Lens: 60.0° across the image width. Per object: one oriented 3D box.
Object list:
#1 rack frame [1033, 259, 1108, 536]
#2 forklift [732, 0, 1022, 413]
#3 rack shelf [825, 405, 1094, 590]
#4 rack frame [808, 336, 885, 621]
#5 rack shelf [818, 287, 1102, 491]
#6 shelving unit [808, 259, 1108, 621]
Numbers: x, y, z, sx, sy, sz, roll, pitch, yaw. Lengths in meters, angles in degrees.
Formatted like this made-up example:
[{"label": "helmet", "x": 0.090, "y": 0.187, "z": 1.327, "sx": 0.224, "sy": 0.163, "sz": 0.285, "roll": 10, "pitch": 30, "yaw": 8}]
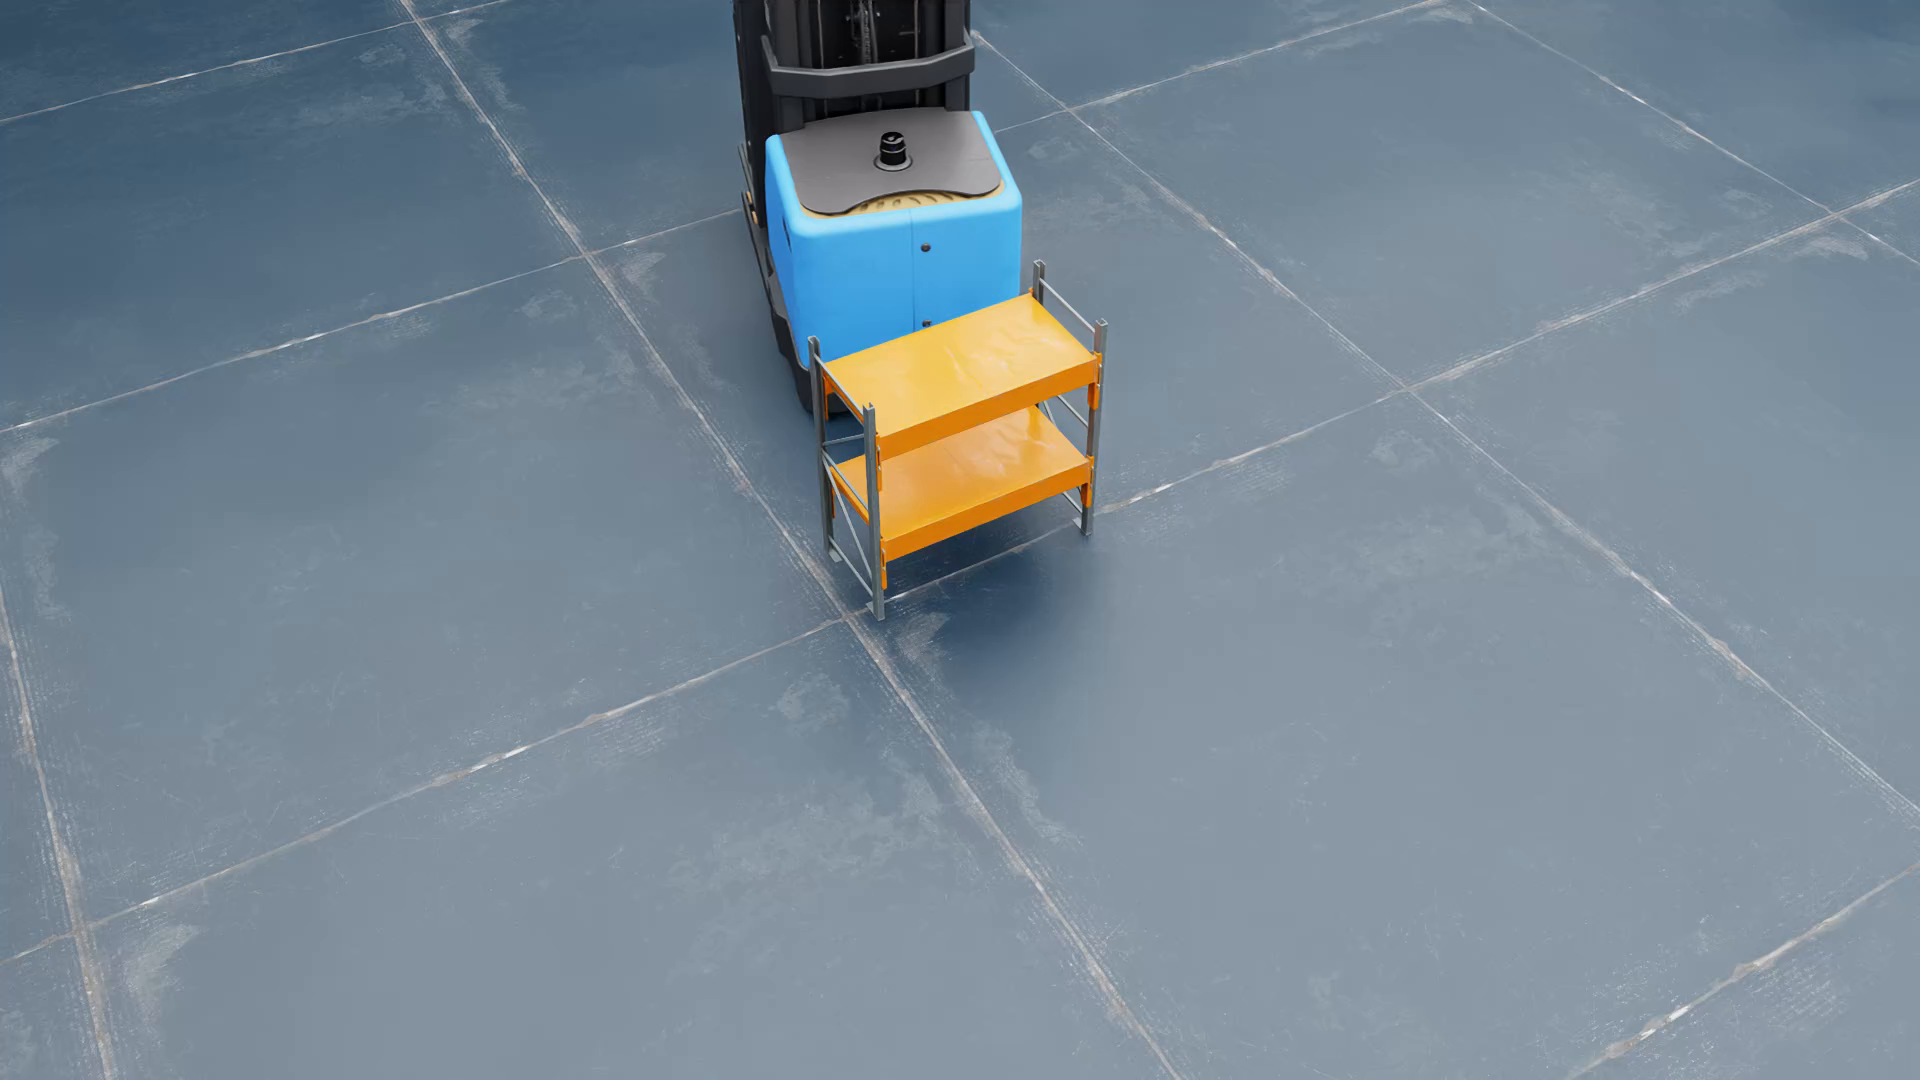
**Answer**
[{"label": "rack frame", "x": 0.435, "y": -0.578, "z": 6.967, "sx": 0.032, "sy": 1.125, "sz": 0.500, "roll": -22, "pitch": 48, "yaw": -21}, {"label": "forklift", "x": -0.548, "y": -2.677, "z": 7.833, "sx": 1.130, "sy": 2.935, "sz": 3.031, "roll": -9, "pitch": 45, "yaw": -9}, {"label": "rack shelf", "x": -0.006, "y": -0.226, "z": 6.956, "sx": 1.000, "sy": 0.278, "sz": 0.538, "roll": -22, "pitch": 48, "yaw": -21}, {"label": "rack frame", "x": -0.447, "y": -0.225, "z": 6.603, "sx": 0.032, "sy": 1.125, "sz": 0.500, "roll": -22, "pitch": 48, "yaw": -21}, {"label": "rack shelf", "x": -0.006, "y": -0.611, "z": 6.581, "sx": 1.000, "sy": 0.278, "sz": 0.538, "roll": -22, "pitch": 48, "yaw": -21}, {"label": "shelving unit", "x": -0.006, "y": -0.401, "z": 6.785, "sx": 1.048, "sy": 1.125, "sz": 0.538, "roll": -22, "pitch": 48, "yaw": -21}]
